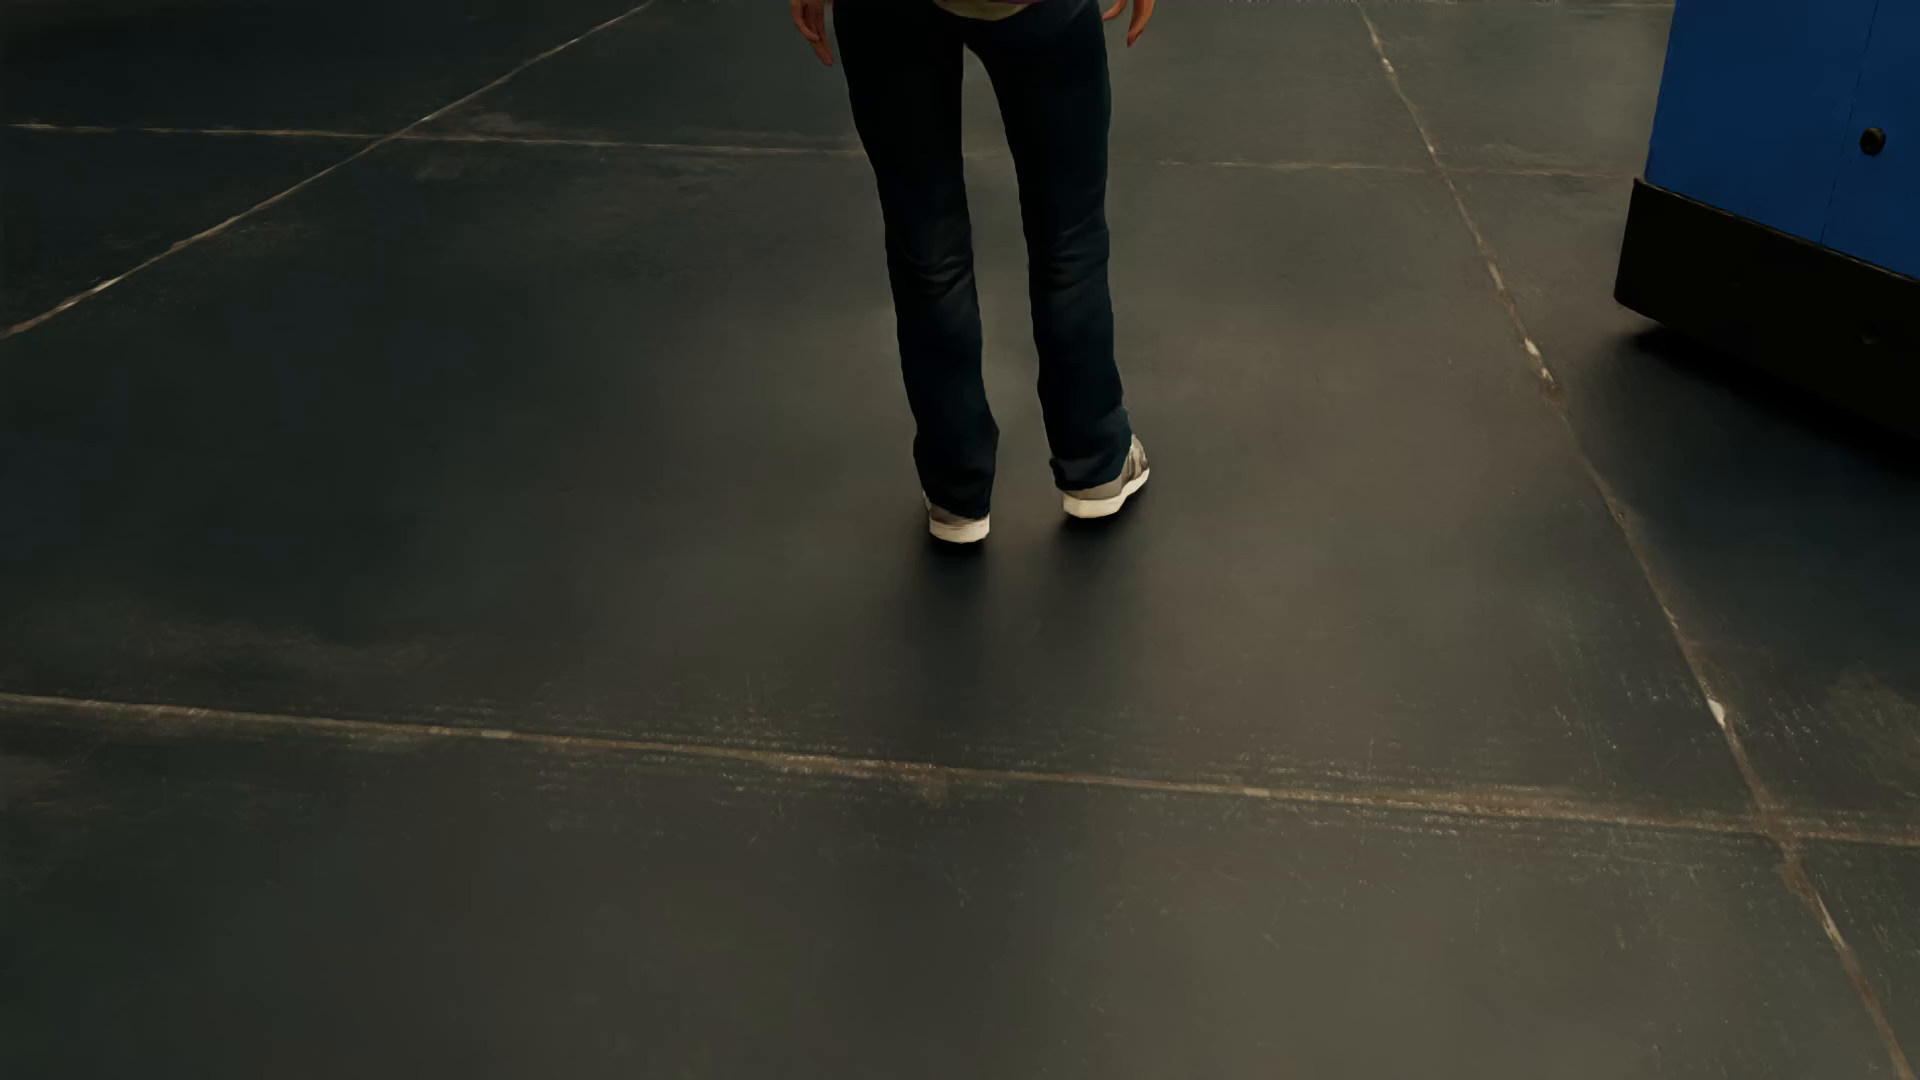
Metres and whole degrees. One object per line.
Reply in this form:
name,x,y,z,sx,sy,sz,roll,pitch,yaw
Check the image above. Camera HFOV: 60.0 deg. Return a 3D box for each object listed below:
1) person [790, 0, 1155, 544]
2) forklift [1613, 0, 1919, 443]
person,0.024,-0.753,2.205,0.520,1.597,0.474,3,27,7
forklift,2.870,-1.740,2.705,3.031,2.935,1.130,-8,28,-17
